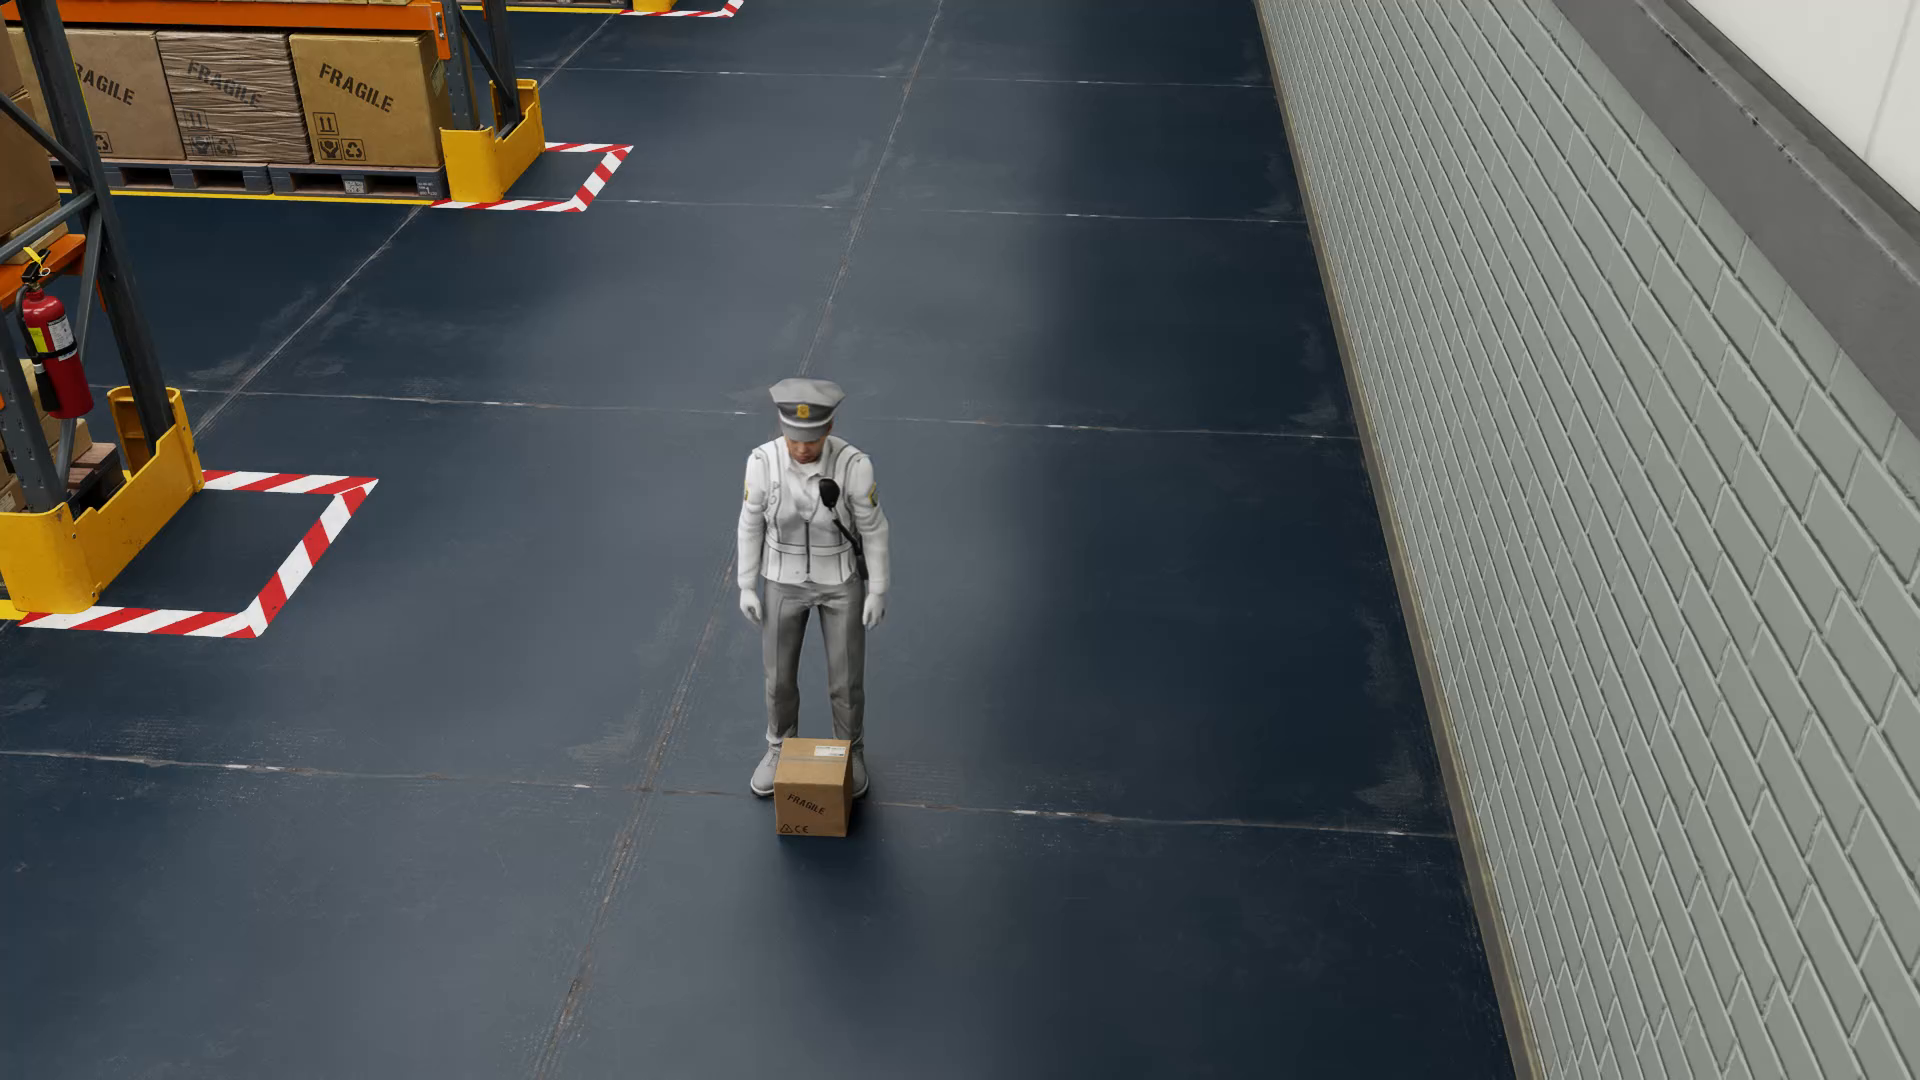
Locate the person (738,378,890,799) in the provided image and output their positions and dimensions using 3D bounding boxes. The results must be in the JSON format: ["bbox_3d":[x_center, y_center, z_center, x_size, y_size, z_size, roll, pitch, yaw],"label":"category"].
[{"bbox_3d":[-0.513,0.174,5.856,0.536,1.663,0.378,2,32,3],"label":"person"}]
